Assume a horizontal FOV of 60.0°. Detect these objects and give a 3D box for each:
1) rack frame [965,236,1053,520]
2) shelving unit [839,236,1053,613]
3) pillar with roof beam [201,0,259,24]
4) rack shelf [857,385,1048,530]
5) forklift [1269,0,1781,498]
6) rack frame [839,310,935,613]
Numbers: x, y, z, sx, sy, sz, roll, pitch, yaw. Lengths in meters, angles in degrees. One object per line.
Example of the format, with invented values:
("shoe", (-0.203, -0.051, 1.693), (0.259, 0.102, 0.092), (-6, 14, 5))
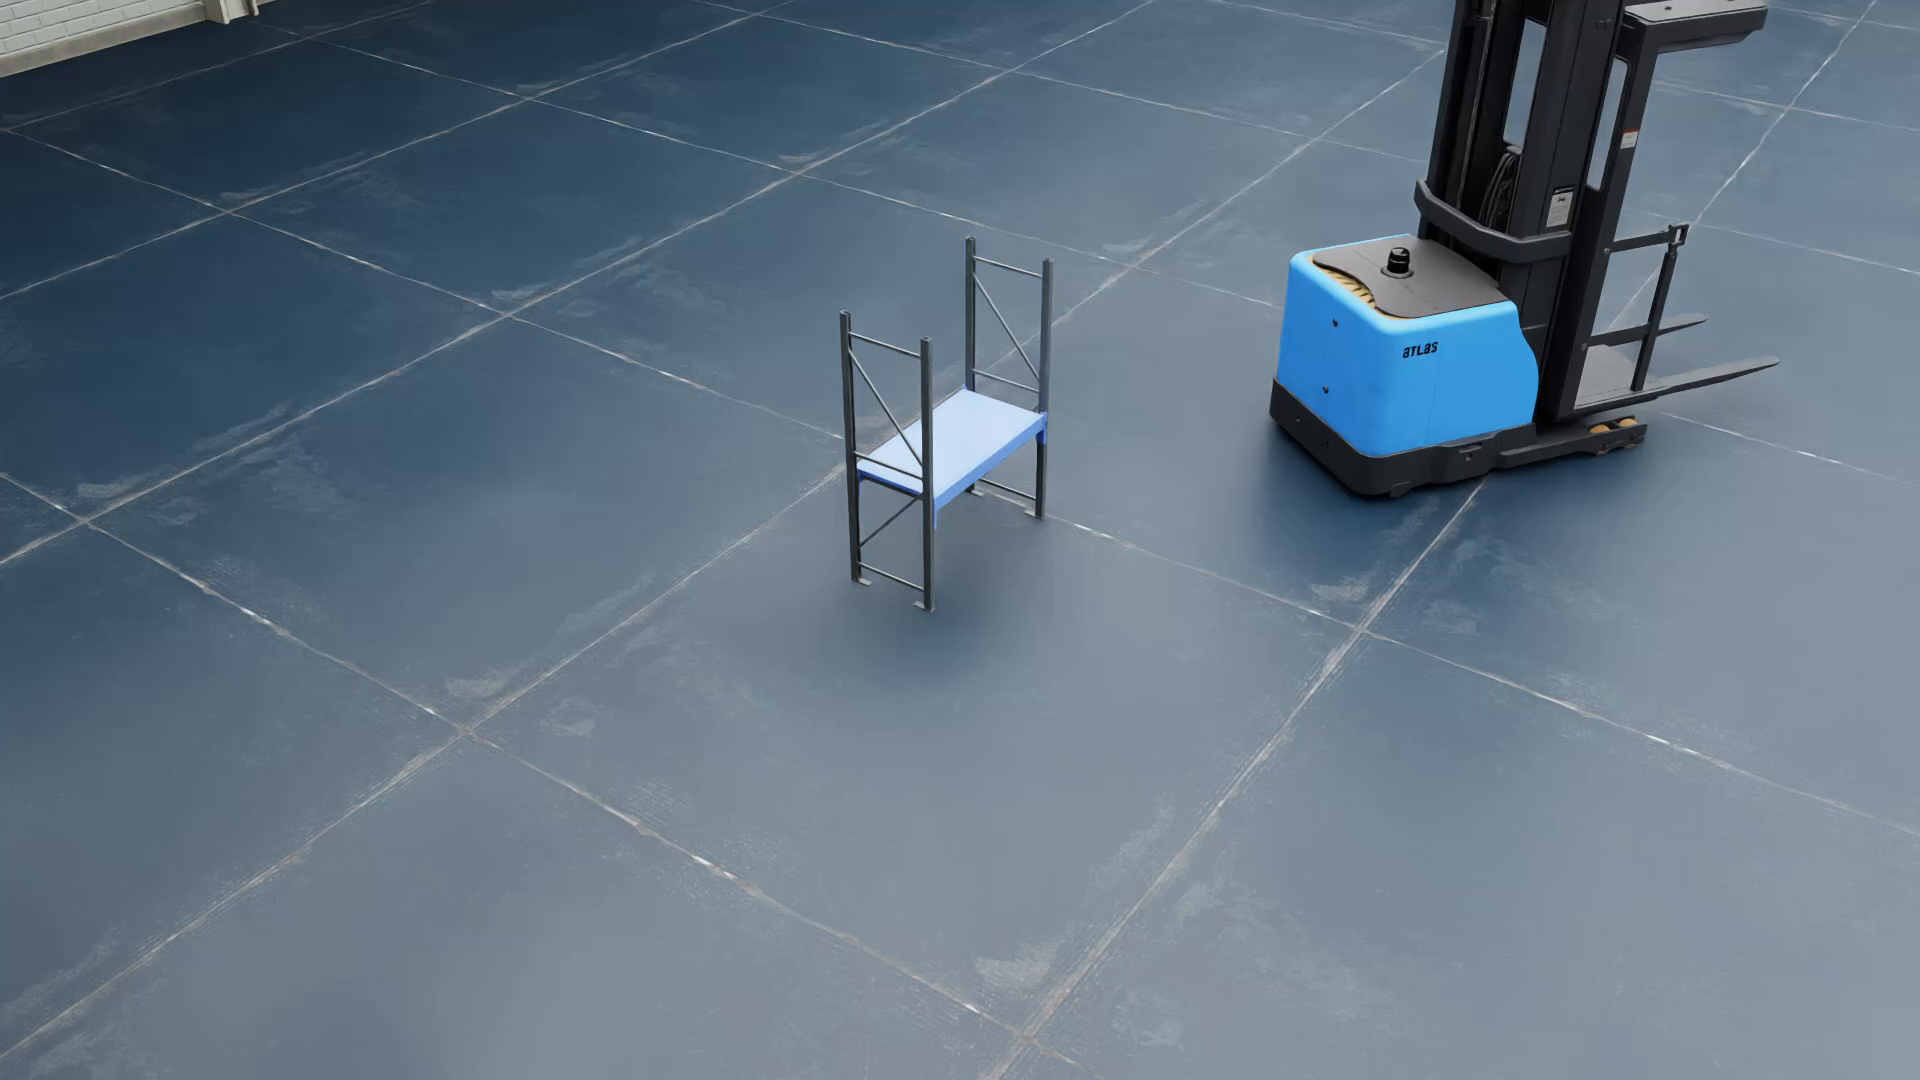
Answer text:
("rack frame", (0.241, -0.816, 8.618), (0.500, 1.500, 0.032), (21, 39, 28))
("shelving unit", (-0.049, -0.582, 8.272), (0.538, 1.500, 1.048), (21, 39, 28))
("pillar with roof beam", (-3.623, -7.506, 11.816), (9.100, 9.000, 0.400), (21, 39, 28))
("rack shelf", (-0.049, -0.433, 8.373), (0.538, 0.185, 1.000), (21, 39, 28))
("forklift", (3.376, -1.962, 9.034), (3.031, 2.935, 1.130), (-12, 36, -18))
("rack frame", (-0.338, -0.348, 7.926), (0.500, 1.500, 0.032), (21, 39, 28))
